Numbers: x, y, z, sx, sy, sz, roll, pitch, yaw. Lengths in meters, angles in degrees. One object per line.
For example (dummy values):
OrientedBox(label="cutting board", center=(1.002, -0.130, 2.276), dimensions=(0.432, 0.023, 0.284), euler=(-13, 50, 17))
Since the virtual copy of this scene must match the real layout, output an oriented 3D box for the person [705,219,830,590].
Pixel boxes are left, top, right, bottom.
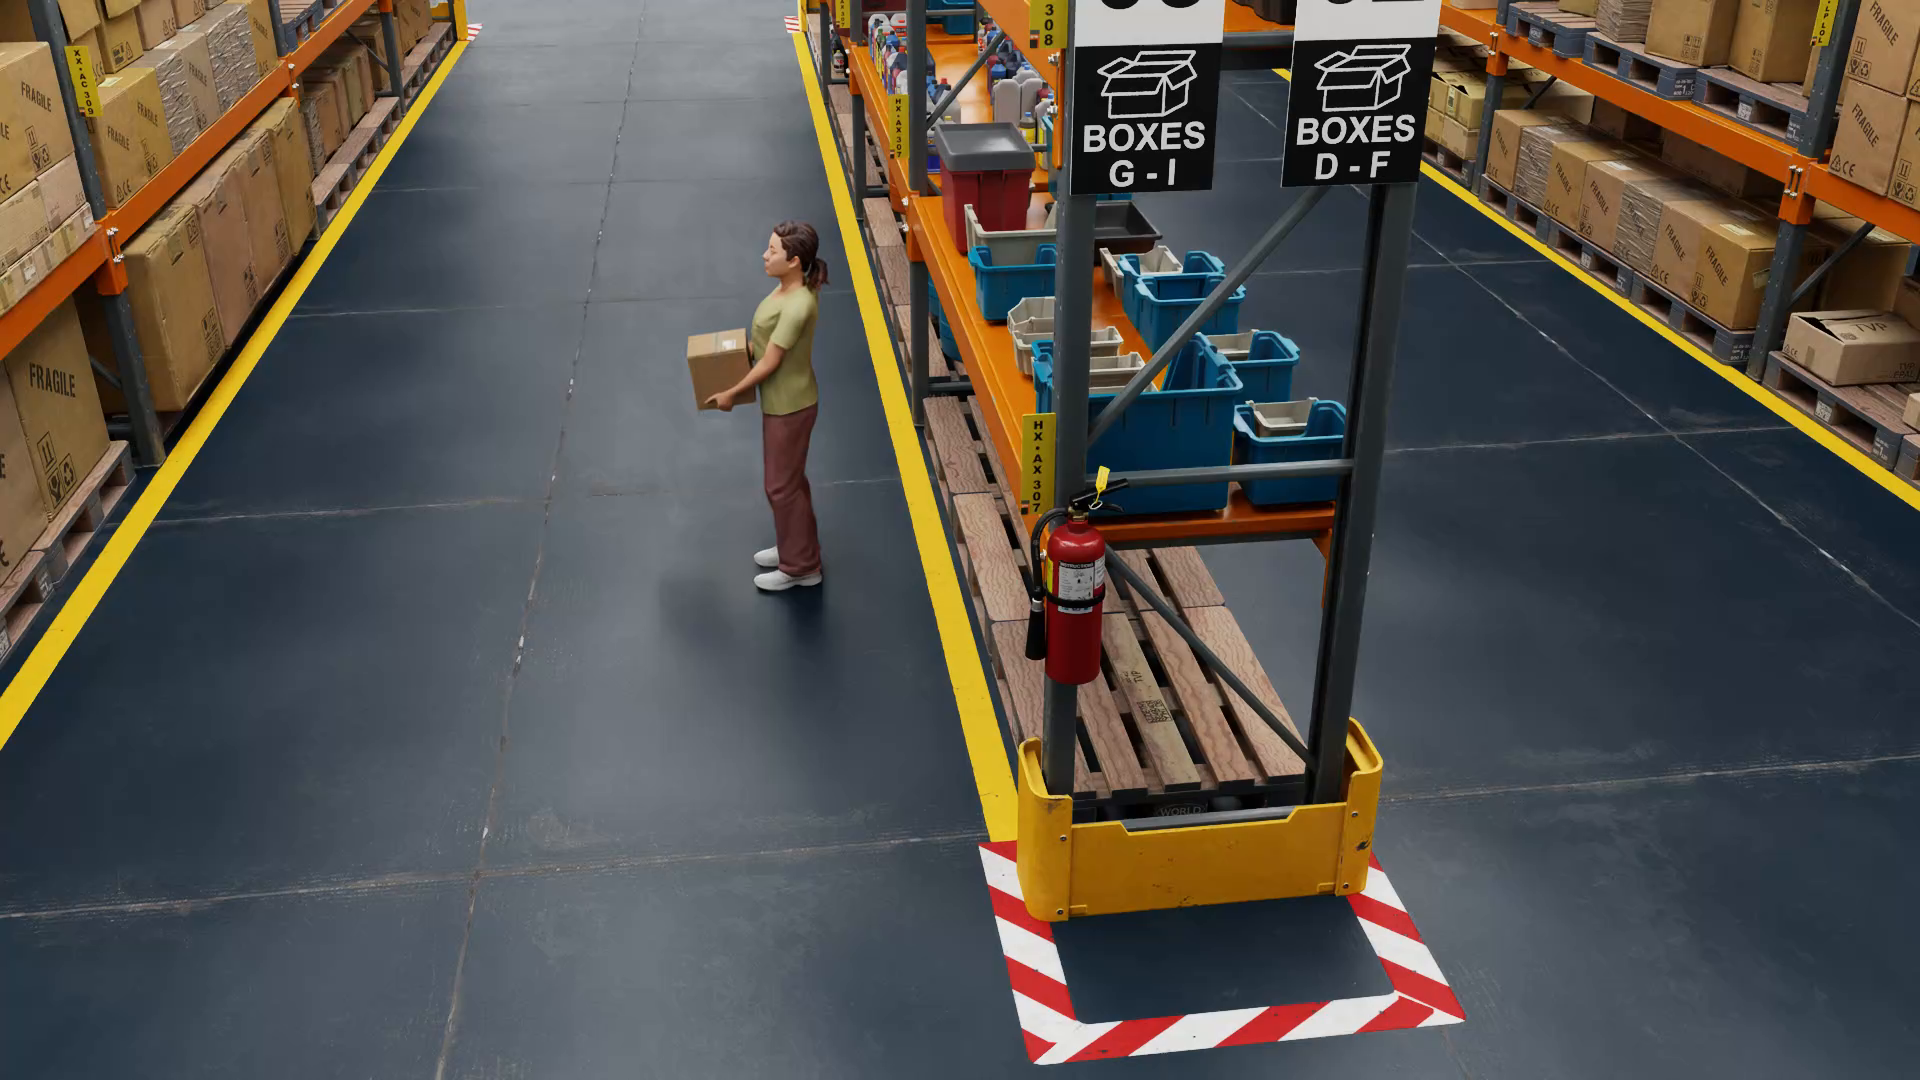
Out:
OrientedBox(label="person", center=(-0.824, -0.578, 7.257), dimensions=(0.559, 1.663, 0.425), euler=(-3, 27, -6))
